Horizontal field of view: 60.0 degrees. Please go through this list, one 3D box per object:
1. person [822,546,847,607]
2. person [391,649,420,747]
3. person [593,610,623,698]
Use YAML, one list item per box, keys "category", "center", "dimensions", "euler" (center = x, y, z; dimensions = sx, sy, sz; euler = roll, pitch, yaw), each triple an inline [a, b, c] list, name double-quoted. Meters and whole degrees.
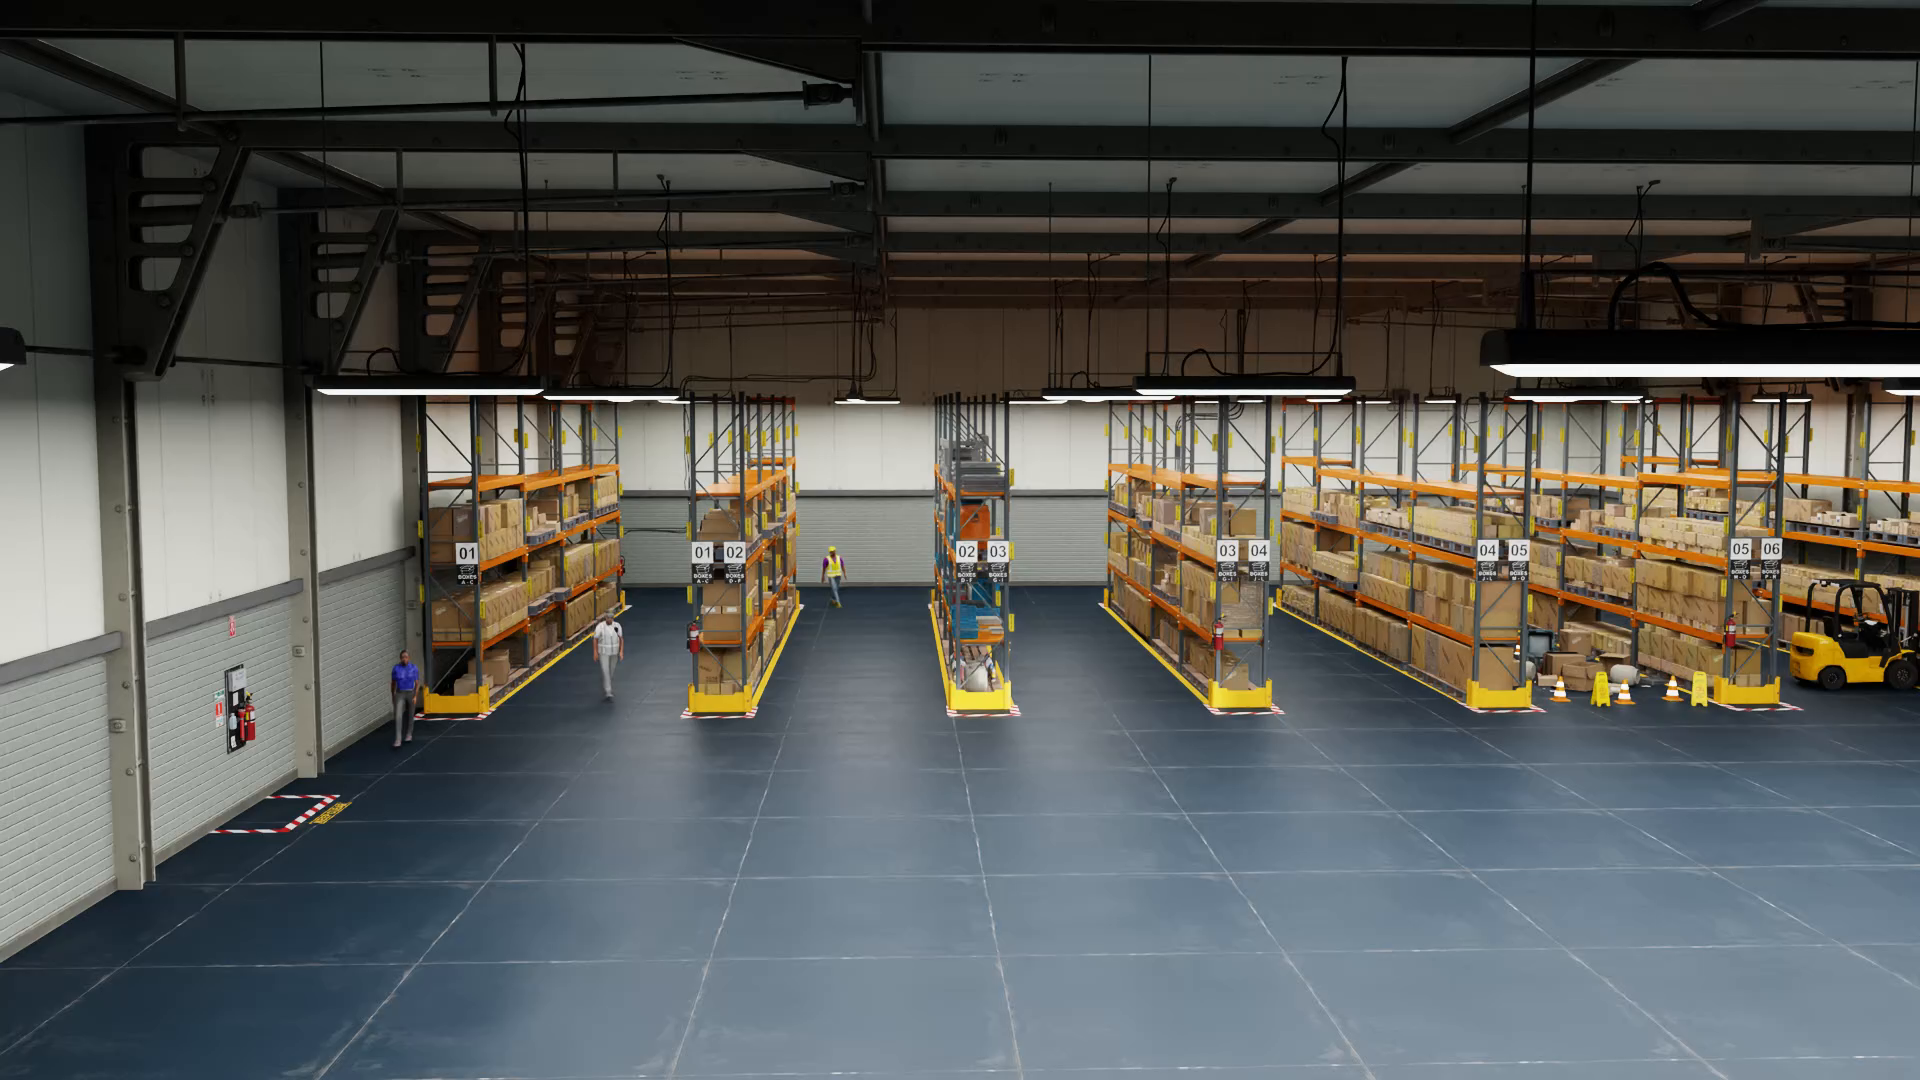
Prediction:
- category: "person"
  center: [-3.567, 1.035, 47.620]
  dimensions: [0.649, 1.709, 1.018]
  euler: [-2, 5, -28]
- category: "person"
  center: [-9.369, 2.650, 28.043]
  dimensions: [0.500, 1.607, 0.954]
  euler: [-2, 5, -24]
- category: "person"
  center: [-6.910, 2.225, 32.813]
  dimensions: [0.560, 1.687, 1.021]
  euler: [-3, 6, -37]
